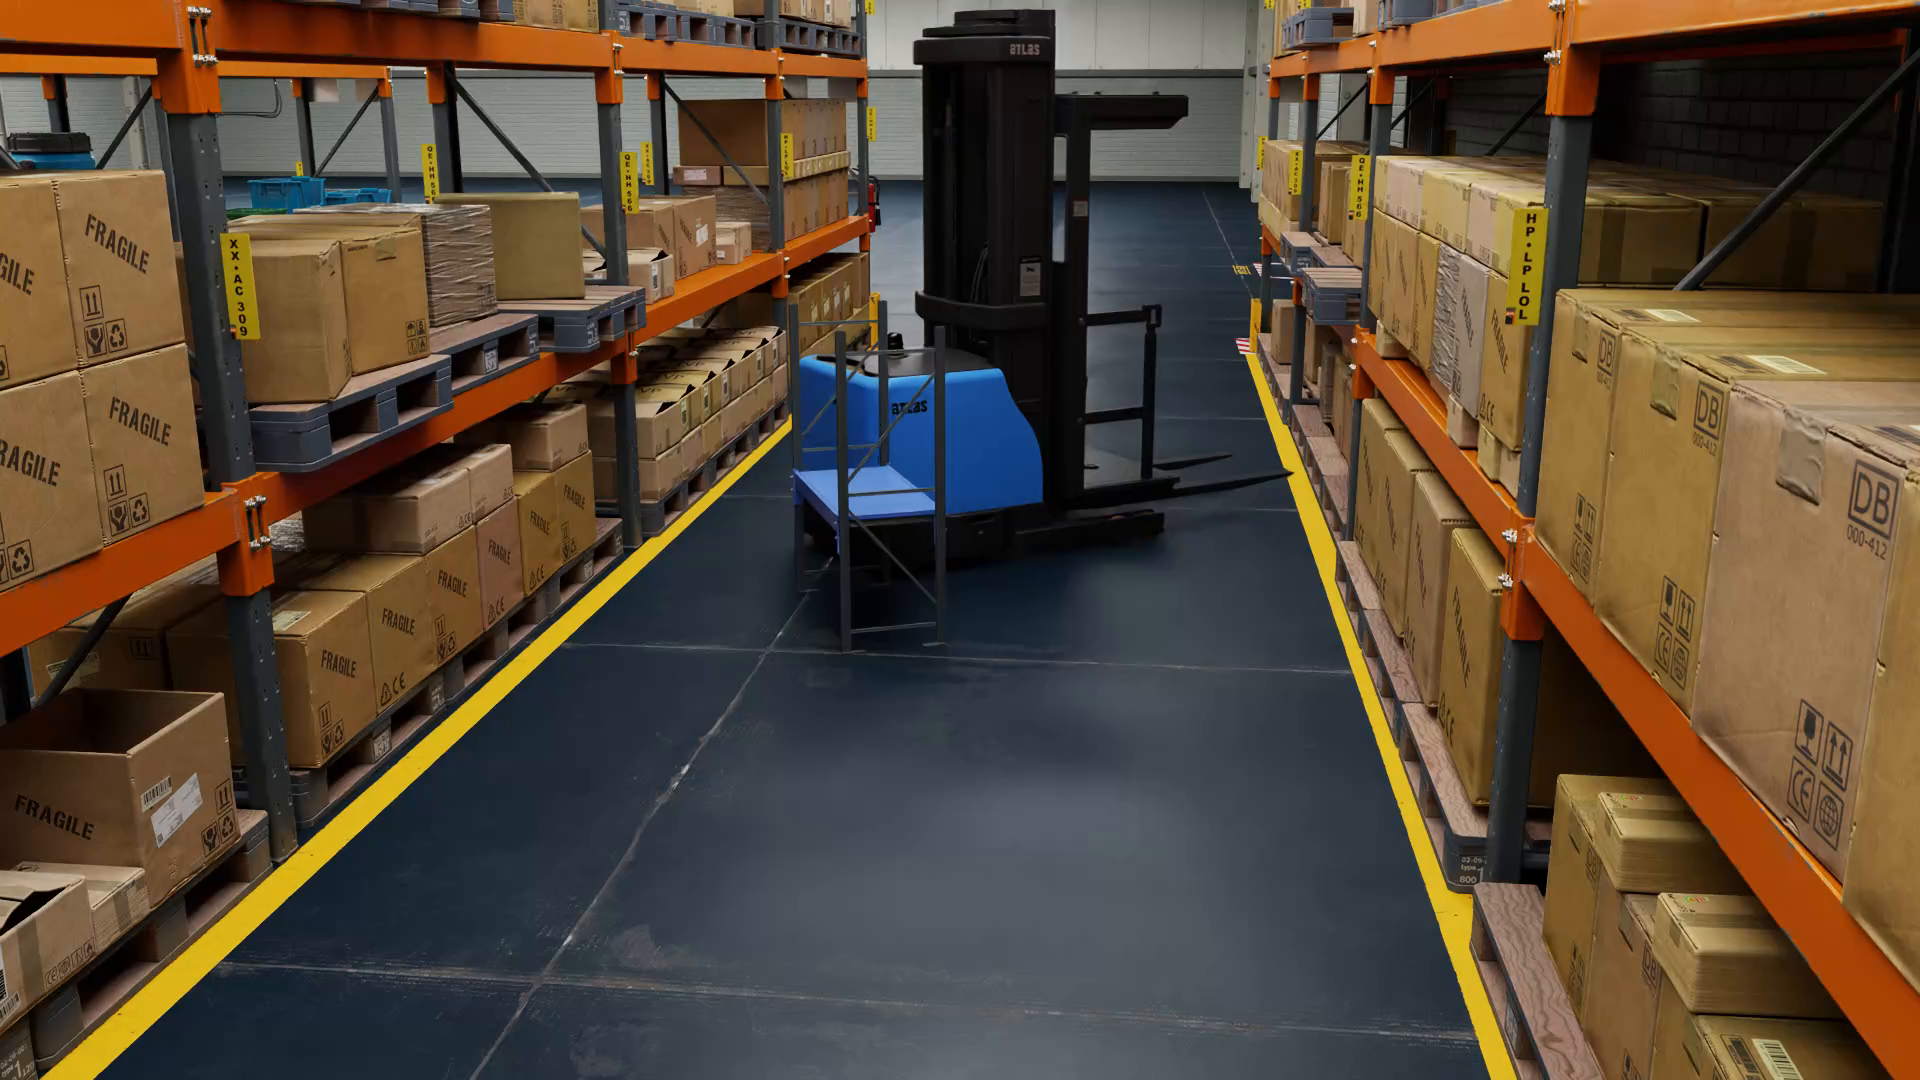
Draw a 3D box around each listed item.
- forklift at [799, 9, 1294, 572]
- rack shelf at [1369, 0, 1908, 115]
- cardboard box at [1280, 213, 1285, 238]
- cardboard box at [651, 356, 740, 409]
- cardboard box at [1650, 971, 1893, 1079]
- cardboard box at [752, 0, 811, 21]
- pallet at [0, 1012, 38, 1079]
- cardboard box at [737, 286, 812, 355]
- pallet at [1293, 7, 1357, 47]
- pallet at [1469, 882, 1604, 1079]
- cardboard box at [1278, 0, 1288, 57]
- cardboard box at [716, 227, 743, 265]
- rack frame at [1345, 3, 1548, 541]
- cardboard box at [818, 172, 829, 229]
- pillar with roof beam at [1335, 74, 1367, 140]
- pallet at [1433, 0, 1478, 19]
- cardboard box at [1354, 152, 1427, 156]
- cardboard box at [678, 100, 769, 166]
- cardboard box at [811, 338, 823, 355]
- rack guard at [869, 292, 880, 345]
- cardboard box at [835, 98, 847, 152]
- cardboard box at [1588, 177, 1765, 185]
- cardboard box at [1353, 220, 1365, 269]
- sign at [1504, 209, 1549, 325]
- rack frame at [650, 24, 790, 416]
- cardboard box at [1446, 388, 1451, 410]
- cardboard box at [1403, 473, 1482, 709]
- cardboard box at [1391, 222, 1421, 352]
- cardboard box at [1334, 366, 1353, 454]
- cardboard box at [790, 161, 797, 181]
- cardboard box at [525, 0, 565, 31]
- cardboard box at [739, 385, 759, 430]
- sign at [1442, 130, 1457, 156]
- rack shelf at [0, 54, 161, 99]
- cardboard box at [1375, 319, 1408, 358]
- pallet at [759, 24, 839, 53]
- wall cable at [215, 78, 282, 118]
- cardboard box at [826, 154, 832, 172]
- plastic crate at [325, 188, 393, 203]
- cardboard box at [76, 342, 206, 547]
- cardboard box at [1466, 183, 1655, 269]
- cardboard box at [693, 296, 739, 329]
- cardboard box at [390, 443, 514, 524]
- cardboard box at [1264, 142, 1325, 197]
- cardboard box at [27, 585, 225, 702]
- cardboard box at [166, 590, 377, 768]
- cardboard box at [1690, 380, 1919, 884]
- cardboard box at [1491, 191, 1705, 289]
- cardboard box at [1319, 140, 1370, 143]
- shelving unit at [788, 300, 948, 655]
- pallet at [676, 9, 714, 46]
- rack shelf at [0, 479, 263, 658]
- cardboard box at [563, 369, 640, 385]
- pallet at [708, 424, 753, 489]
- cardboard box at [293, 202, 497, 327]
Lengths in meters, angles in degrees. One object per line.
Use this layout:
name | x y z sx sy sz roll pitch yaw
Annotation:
forklift | 0.605 -1.502 9.600 3.031 2.935 1.130 -8 17 -28
rack shelf | 2.370 -1.856 6.411 1.077 0.370 4.000 2 15 6
cardboard box | 2.864 -2.509 13.445 0.500 0.250 0.500 2 15 7
cardboard box | -1.808 -1.094 11.351 0.500 0.311 0.500 2 15 6
cardboard box | 1.838 1.222 3.382 0.700 0.500 0.500 2 15 8
cardboard box | -1.495 -4.395 13.519 0.500 0.311 0.500 1 15 3
pallet | -2.992 1.460 3.858 1.003 0.211 1.213 2 15 6
cardboard box | -1.512 -1.805 13.617 0.500 0.500 0.500 2 15 6
pallet | 2.758 -3.243 10.521 1.213 0.211 1.003 2 15 6
pallet | 1.981 1.304 4.434 1.003 0.211 1.213 2 15 6
cardboard box | 3.062 -4.502 14.590 0.500 0.500 0.500 2 15 9
cardboard box | -1.792 -2.158 12.154 0.396 0.266 0.258 1 15 5
rack frame | 2.596 -1.274 8.627 1.000 3.000 0.127 2 15 6
cardboard box | -1.606 -3.156 15.397 0.700 0.500 0.500 2 15 7
pillar with roof beam | 0.679 -7.721 20.976 9.100 9.000 0.400 2 15 6
pallet | 2.453 -2.172 6.564 1.003 0.211 1.213 2 15 9
cardboard box | 3.308 -2.726 12.811 0.500 0.500 0.500 1 15 5
cardboard box | -1.831 -3.246 13.244 0.700 0.500 0.500 2 15 7
cardboard box | -1.460 -1.573 14.195 0.500 0.250 0.500 2 15 6
rack guard | -1.421 -2.293 17.186 1.175 0.500 0.348 2 15 6
cardboard box | -1.495 -4.034 16.157 0.700 0.500 0.500 2 15 6
cardboard box | 2.559 -1.178 6.035 0.500 0.250 0.500 1 15 4
cardboard box | 2.675 -1.803 9.548 0.700 0.500 0.500 0 15 1
sign | 1.604 -0.771 4.699 0.100 0.325 0.005 2 15 6
rack frame | -1.875 -2.456 13.000 1.000 3.000 0.127 2 15 6
cardboard box | 2.088 -0.549 6.390 0.380 0.149 0.250 1 15 5
cardboard box | 2.186 0.195 6.507 0.750 0.750 0.750 2 15 8
cardboard box | 2.161 -1.093 7.157 0.500 0.500 0.500 2 15 6
cardboard box | 2.875 -0.859 11.039 0.700 0.500 0.500 2 15 7
cardboard box | -1.569 -3.082 13.879 0.380 0.149 0.250 2 15 6
cardboard box | -2.400 -2.669 7.847 0.910 0.500 0.500 2 15 6
cardboard box | -1.750 -0.952 11.899 0.500 0.250 0.500 2 15 8
sign | 3.599 -2.855 12.256 0.100 0.325 0.005 2 15 6
rack shelf | -7.022 -3.185 11.327 1.077 0.370 4.000 2 15 6
cardboard box | 2.177 -0.952 7.880 0.380 0.149 0.250 2 15 8
pallet | -1.665 -4.399 14.608 1.003 0.211 1.213 2 15 6
wall cable | -21.988 -13.973 50.045 3.097 2.526 0.112 2 15 6
cardboard box | -1.394 -3.483 15.362 0.380 0.149 0.250 2 15 8
plastic crate | -6.104 -3.430 16.886 0.499 0.251 0.616 2 15 6
cardboard box | -2.579 -0.293 4.806 0.500 0.500 0.500 2 15 7
cardboard box | 2.010 -1.061 5.603 0.500 0.250 0.500 2 15 7
cardboard box | -1.972 -1.950 14.153 0.500 0.500 0.500 2 15 6
cardboard box | -2.312 -0.257 7.375 0.500 0.250 0.500 1 15 5
cardboard box | 3.080 -3.405 15.321 0.500 0.500 0.500 2 15 6
cardboard box | -3.007 0.476 6.100 0.500 0.500 0.500 2 15 6
cardboard box | -2.481 0.494 6.033 0.500 0.500 0.500 1 15 4
cardboard box | 1.907 0.137 2.834 0.980 0.700 0.700 1 15 4
cardboard box | 1.943 -0.929 5.114 0.500 0.250 0.500 2 15 8
cardboard box | 3.657 -3.520 15.744 0.500 0.500 0.500 2 15 6
shelving unit | -0.460 -0.341 8.051 0.538 1.500 1.048 -5 16 -17
pallet | -2.216 -3.245 10.530 1.003 0.211 1.213 2 15 9
rack shelf | -3.004 0.484 3.502 1.077 0.370 4.000 2 15 6
cardboard box | -2.400 -0.974 10.906 0.500 0.311 0.500 2 15 6
pallet | -2.055 -0.601 11.479 1.003 0.211 1.213 2 15 6
cardboard box | -2.579 -1.272 7.623 0.700 0.500 0.500 5 16 17
